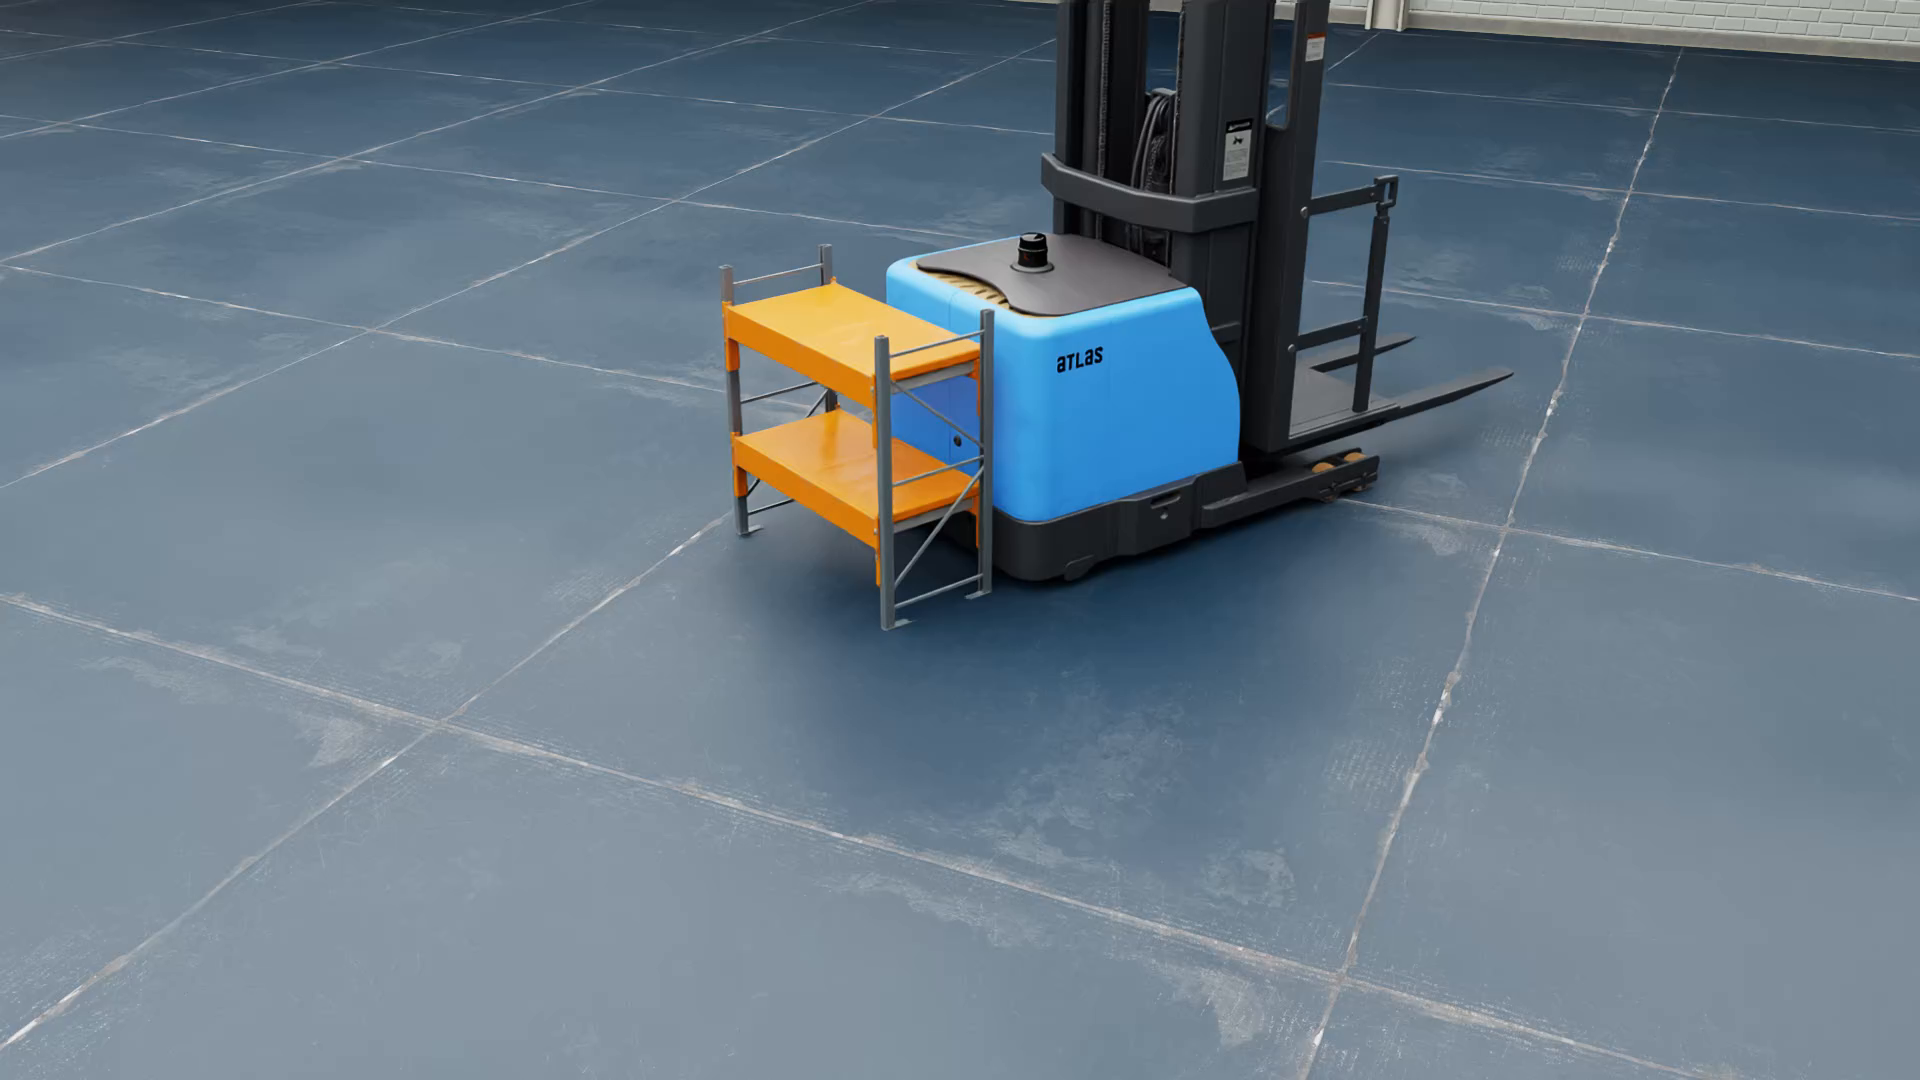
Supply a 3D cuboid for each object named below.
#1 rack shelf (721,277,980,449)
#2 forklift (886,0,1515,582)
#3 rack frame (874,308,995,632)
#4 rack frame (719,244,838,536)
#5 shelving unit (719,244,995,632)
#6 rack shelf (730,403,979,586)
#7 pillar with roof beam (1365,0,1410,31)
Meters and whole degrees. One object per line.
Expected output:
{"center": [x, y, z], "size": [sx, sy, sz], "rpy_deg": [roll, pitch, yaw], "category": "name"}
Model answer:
{"center": [-0.397, -0.681, 6.198], "size": [0.538, 0.278, 1.000], "rpy_deg": [-19, 32, -34], "category": "rack shelf"}
{"center": [1.194, -1.650, 6.783], "size": [3.031, 2.935, 1.130], "rpy_deg": [-17, 31, -31], "category": "forklift"}
{"center": [-0.084, -0.242, 5.968], "size": [0.500, 1.125, 0.032], "rpy_deg": [-19, 32, -34], "category": "rack frame"}
{"center": [-0.711, -0.596, 6.686], "size": [0.500, 1.125, 0.032], "rpy_deg": [-19, 32, -34], "category": "rack frame"}
{"center": [-0.397, -0.419, 6.327], "size": [0.538, 1.125, 1.048], "rpy_deg": [-19, 32, -34], "category": "shelving unit"}
{"center": [-0.397, -0.200, 6.435], "size": [0.538, 0.278, 1.000], "rpy_deg": [-19, 32, -34], "category": "rack shelf"}
{"center": [2.835, -7.857, 12.520], "size": [0.400, 9.000, 9.100], "rpy_deg": [11, 28, 22], "category": "pillar with roof beam"}
